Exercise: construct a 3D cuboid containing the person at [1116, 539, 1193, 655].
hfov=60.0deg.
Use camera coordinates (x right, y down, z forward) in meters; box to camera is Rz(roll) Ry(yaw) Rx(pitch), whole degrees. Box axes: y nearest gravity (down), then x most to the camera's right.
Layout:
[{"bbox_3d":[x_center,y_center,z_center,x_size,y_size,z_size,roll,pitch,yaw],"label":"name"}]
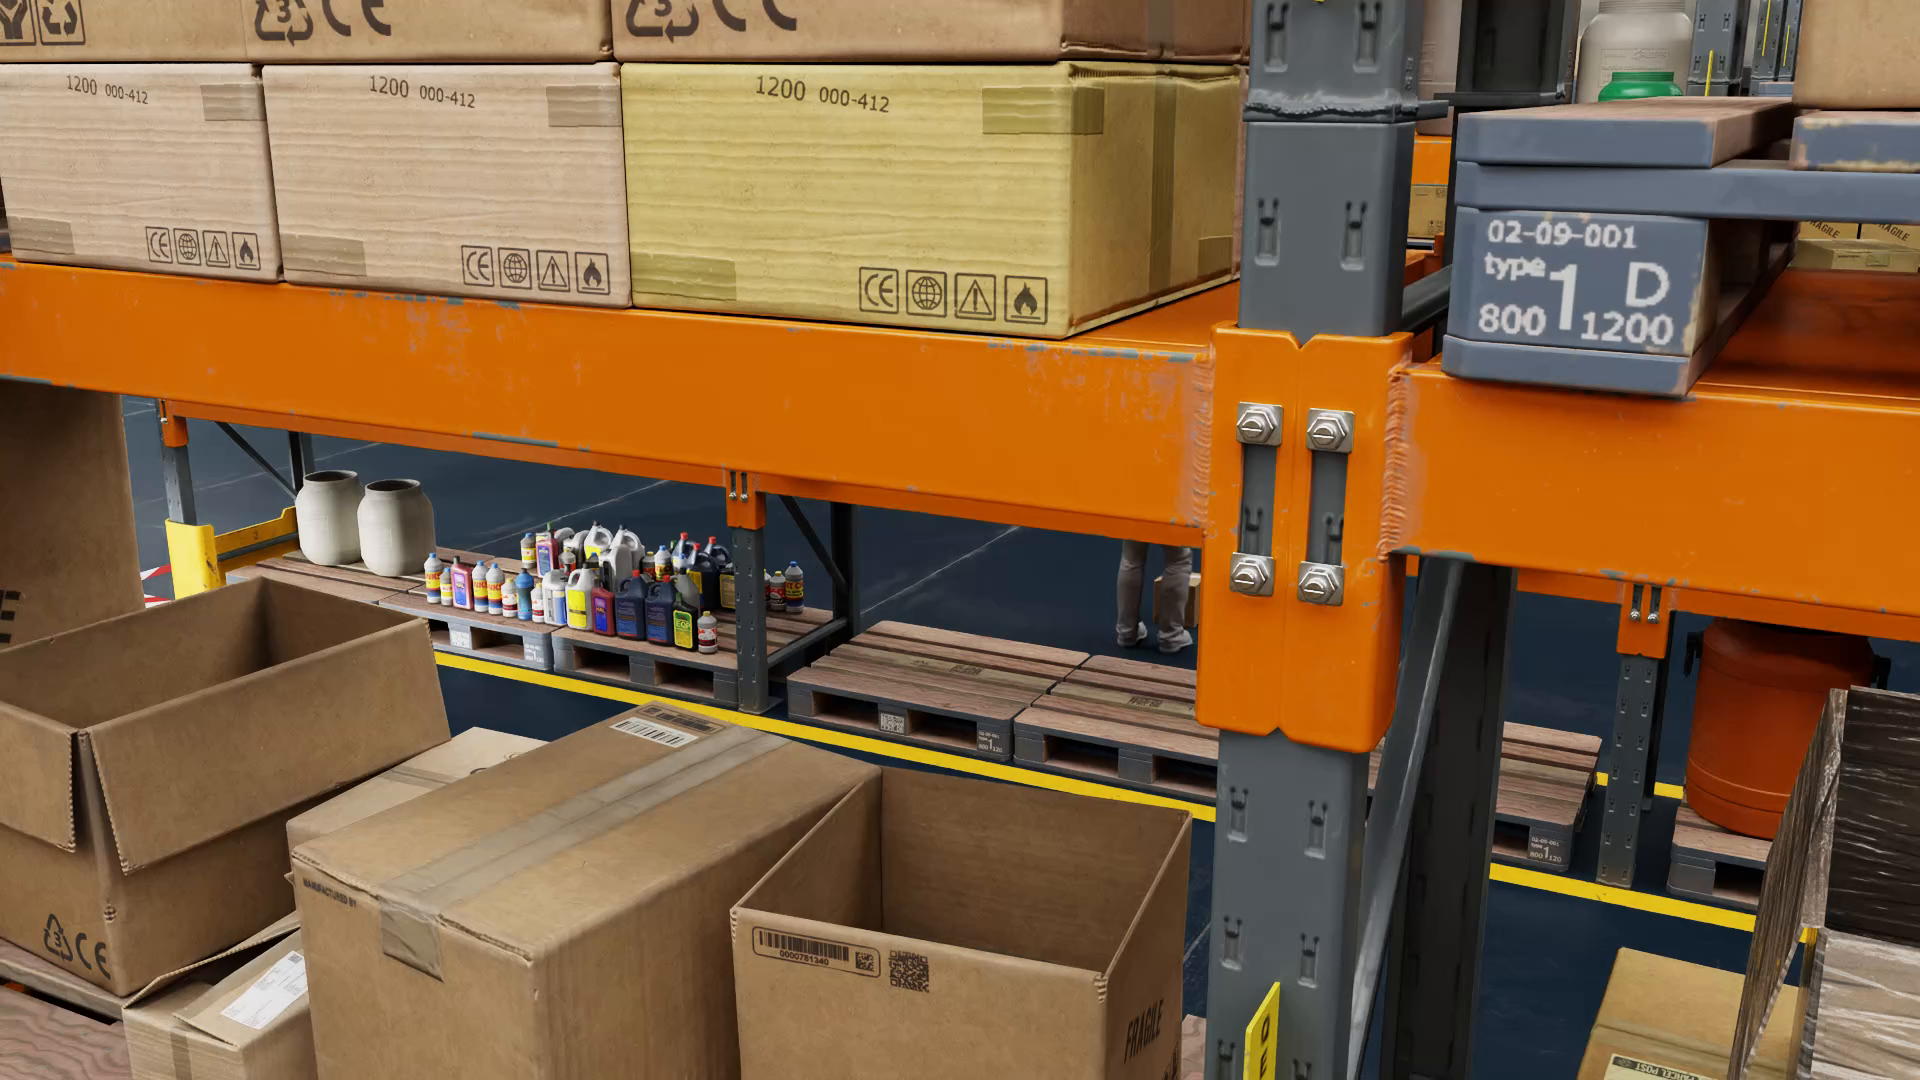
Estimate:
[{"bbox_3d":[1.042,-0.266,8.986,0.581,1.738,0.409,8,18,27],"label":"person"}]
